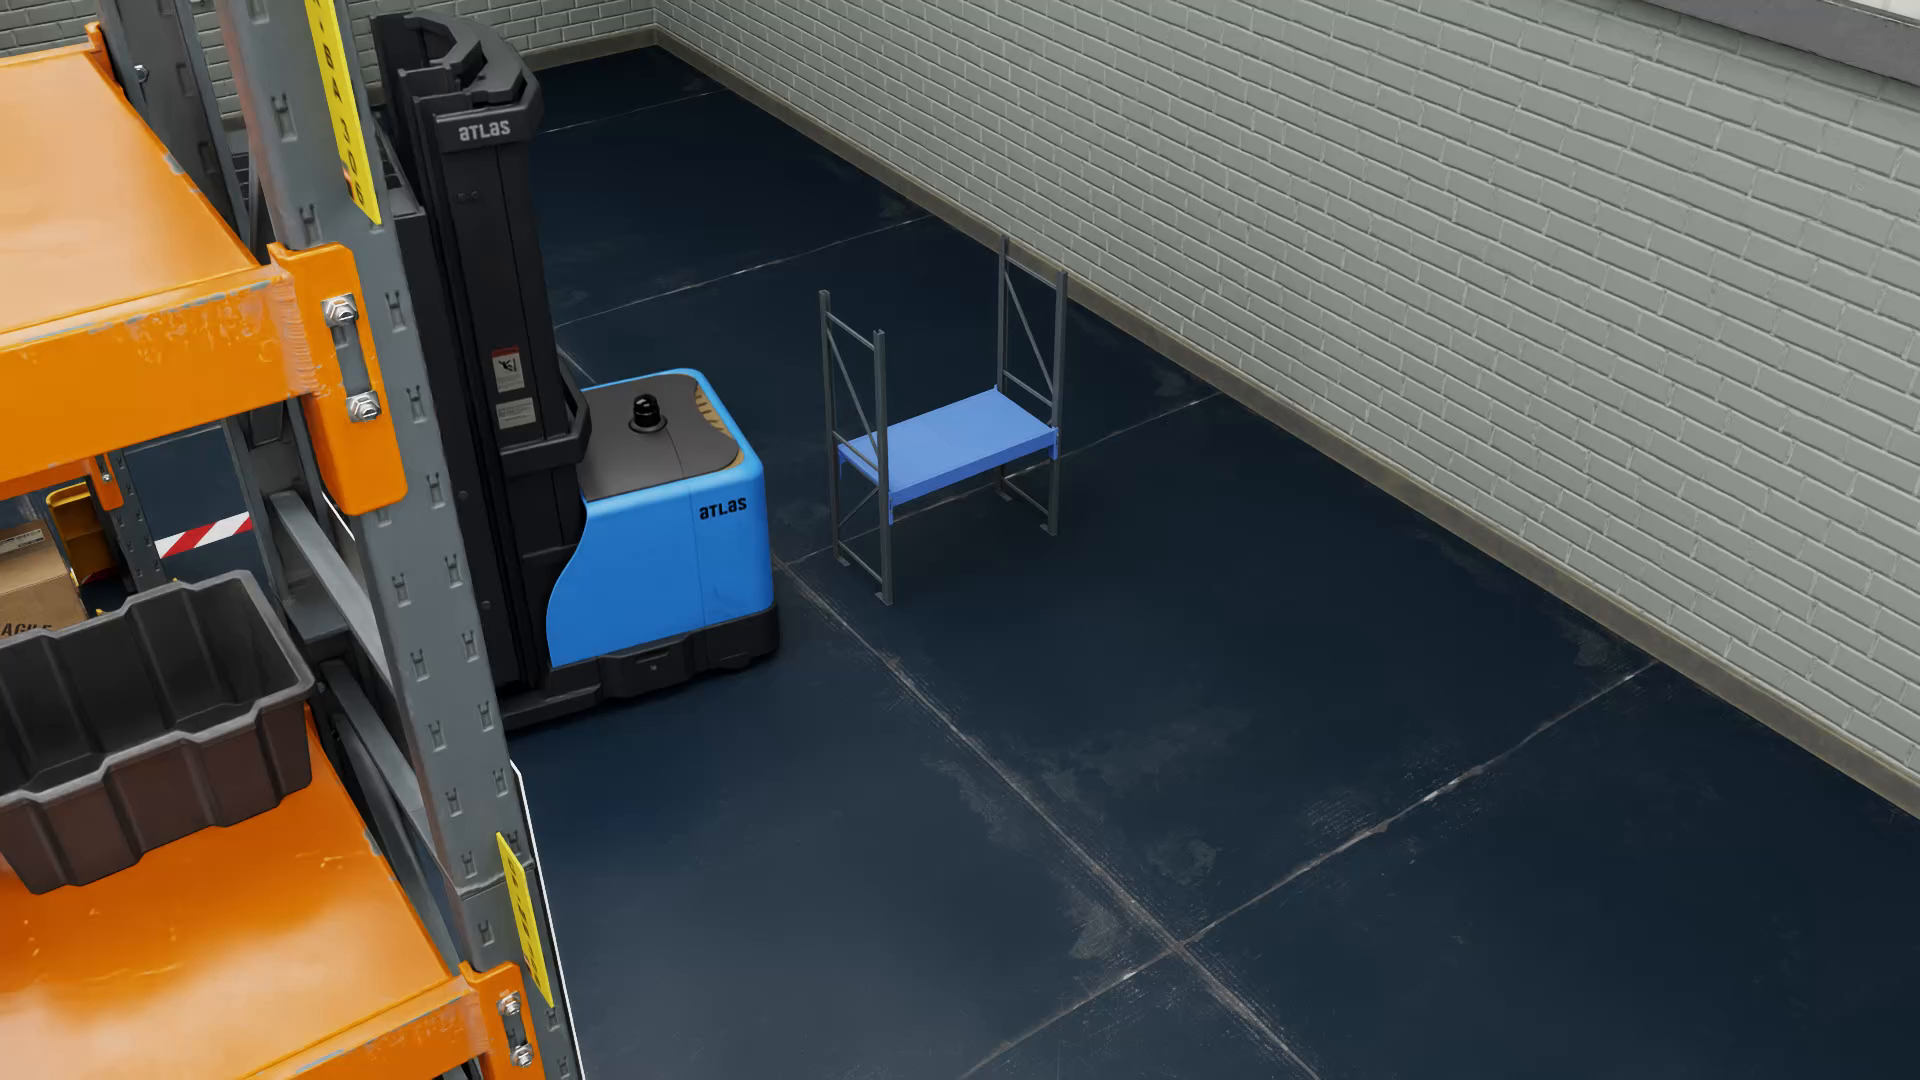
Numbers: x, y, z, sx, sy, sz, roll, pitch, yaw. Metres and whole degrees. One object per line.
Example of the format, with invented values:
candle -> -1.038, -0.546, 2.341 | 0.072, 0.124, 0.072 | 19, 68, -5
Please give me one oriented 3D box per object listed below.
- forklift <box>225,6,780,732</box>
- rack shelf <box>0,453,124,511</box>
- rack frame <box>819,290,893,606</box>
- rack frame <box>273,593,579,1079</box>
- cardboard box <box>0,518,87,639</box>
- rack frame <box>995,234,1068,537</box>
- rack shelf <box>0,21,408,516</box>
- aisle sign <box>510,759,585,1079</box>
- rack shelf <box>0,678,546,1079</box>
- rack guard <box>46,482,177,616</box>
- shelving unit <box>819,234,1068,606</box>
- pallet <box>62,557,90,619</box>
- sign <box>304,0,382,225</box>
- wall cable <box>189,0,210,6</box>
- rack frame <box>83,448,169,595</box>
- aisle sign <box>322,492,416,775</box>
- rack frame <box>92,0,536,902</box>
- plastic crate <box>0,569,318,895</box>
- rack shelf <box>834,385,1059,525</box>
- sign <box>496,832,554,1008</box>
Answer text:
forklift -> -2.402, -0.540, 6.804 | 3.031, 2.935, 1.130 | -15, 38, -20
rack shelf -> -5.511, 0.130, 6.430 | 4.000, 0.370, 1.077 | -22, 41, -28
rack frame -> -0.485, -0.409, 7.848 | 0.032, 1.500, 0.500 | -22, 41, -28
rack frame -> -1.026, 1.530, 3.867 | 0.127, 3.000, 1.000 | -22, 41, -28
cardboard box -> -4.179, 0.301, 7.339 | 0.500, 0.500, 0.500 | -22, 41, -28
rack frame -> 0.346, -0.751, 8.323 | 0.032, 1.500, 0.500 | -22, 41, -28
rack shelf -> -2.661, 0.222, 1.507 | 4.000, 0.370, 1.077 | -22, 41, -28
aisle sign -> -0.799, 0.590, 2.947 | 0.004, 0.787, 0.394 | -22, 41, -28
rack shelf -> -2.661, 1.277, 2.266 | 4.000, 0.370, 1.077 | -22, 41, -28
rack guard -> -3.939, 0.205, 7.850 | 0.348, 0.500, 1.175 | -22, 41, -28
shelving unit -> -0.070, -0.580, 8.086 | 1.048, 1.500, 0.538 | -22, 41, -28
pallet -> -4.590, 0.591, 7.561 | 1.213, 0.211, 1.003 | -22, 41, -28
sign -> -0.696, -0.517, 1.852 | 0.005, 0.325, 0.100 | -22, 41, -28
wall cable -> -6.232, -4.493, 11.371 | 1.851, 1.984, 0.084 | -22, 41, -28
rack frame -> -3.877, -0.835, 7.156 | 0.127, 3.000, 1.000 | -22, 41, -28
aisle sign -> -1.139, 0.309, 3.339 | 0.004, 0.787, 0.394 | -22, 41, -28
rack frame -> -1.026, -0.905, 2.115 | 0.127, 3.000, 1.000 | -22, 41, -28
plastic crate -> -1.501, 0.362, 3.034 | 0.590, 0.269, 0.497 | -22, 41, -28
rack shelf -> -0.070, -0.434, 8.191 | 1.000, 0.185, 0.538 | -22, 41, -28
sign -> -0.696, 0.612, 2.664 | 0.005, 0.325, 0.100 | -22, 41, -28
